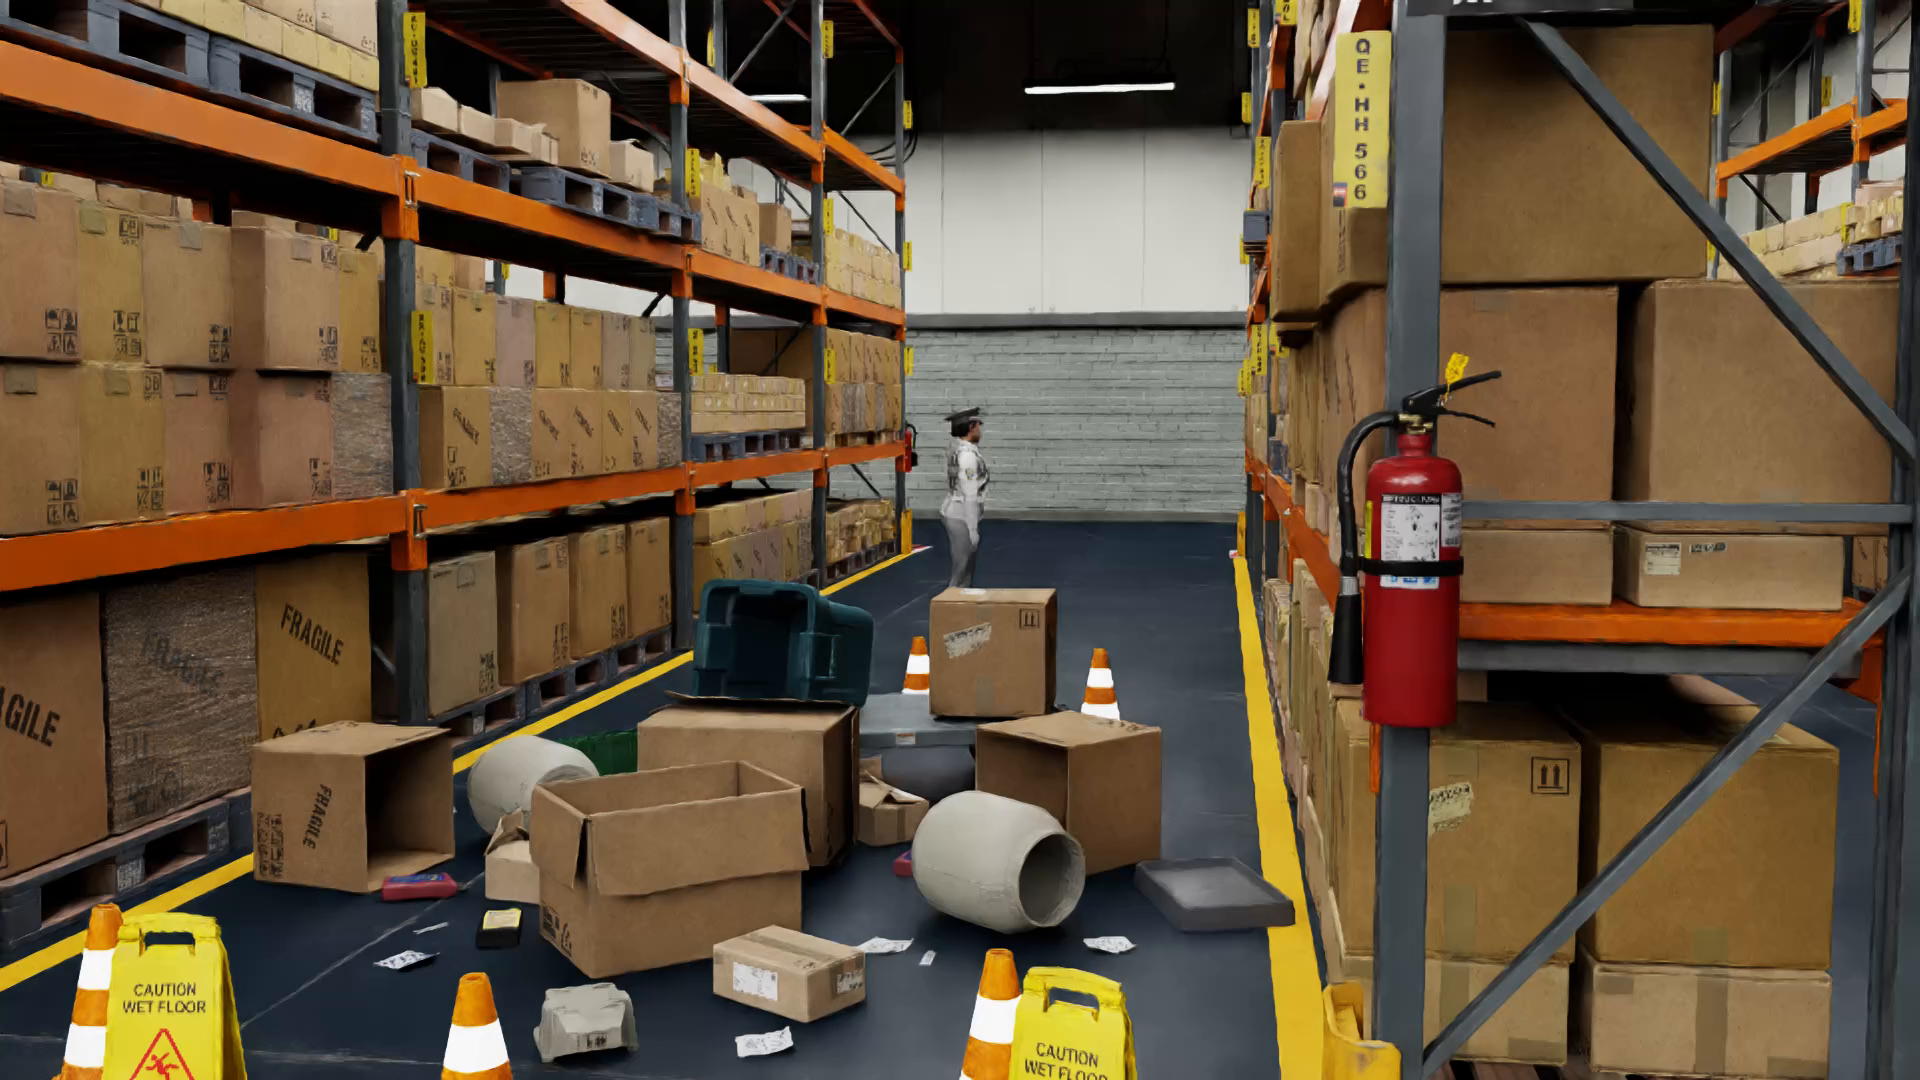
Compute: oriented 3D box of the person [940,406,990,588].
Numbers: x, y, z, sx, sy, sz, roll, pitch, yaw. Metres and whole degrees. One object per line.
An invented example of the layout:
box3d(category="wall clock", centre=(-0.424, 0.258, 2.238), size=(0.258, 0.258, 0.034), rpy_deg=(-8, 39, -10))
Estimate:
box3d(category="person", centre=(0.080, -0.099, 11.709), size=(0.431, 1.686, 0.541), rpy_deg=(-1, 5, -11))
